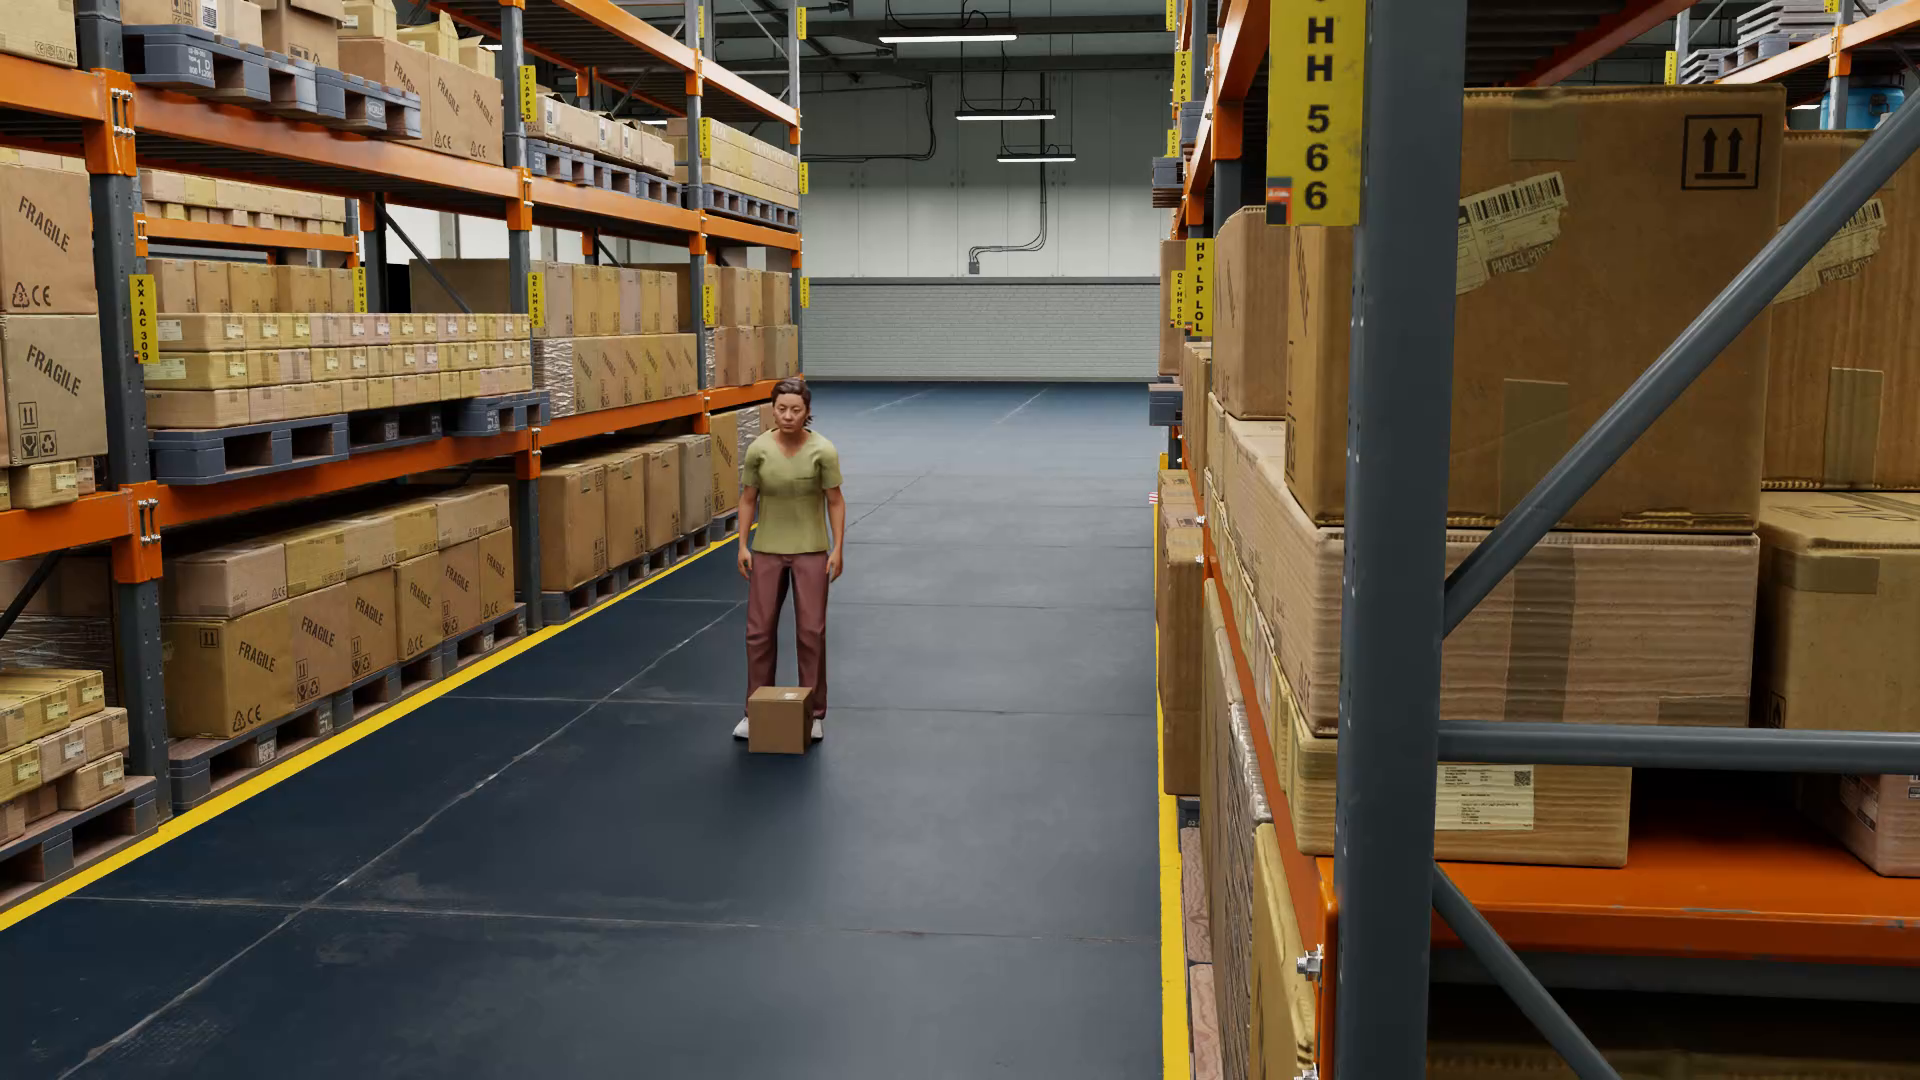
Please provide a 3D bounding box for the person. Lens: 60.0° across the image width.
[{"bbox_3d":[-0.792,0.081,7.708,0.512,1.671,0.368,0,8,3],"label":"person"}]
